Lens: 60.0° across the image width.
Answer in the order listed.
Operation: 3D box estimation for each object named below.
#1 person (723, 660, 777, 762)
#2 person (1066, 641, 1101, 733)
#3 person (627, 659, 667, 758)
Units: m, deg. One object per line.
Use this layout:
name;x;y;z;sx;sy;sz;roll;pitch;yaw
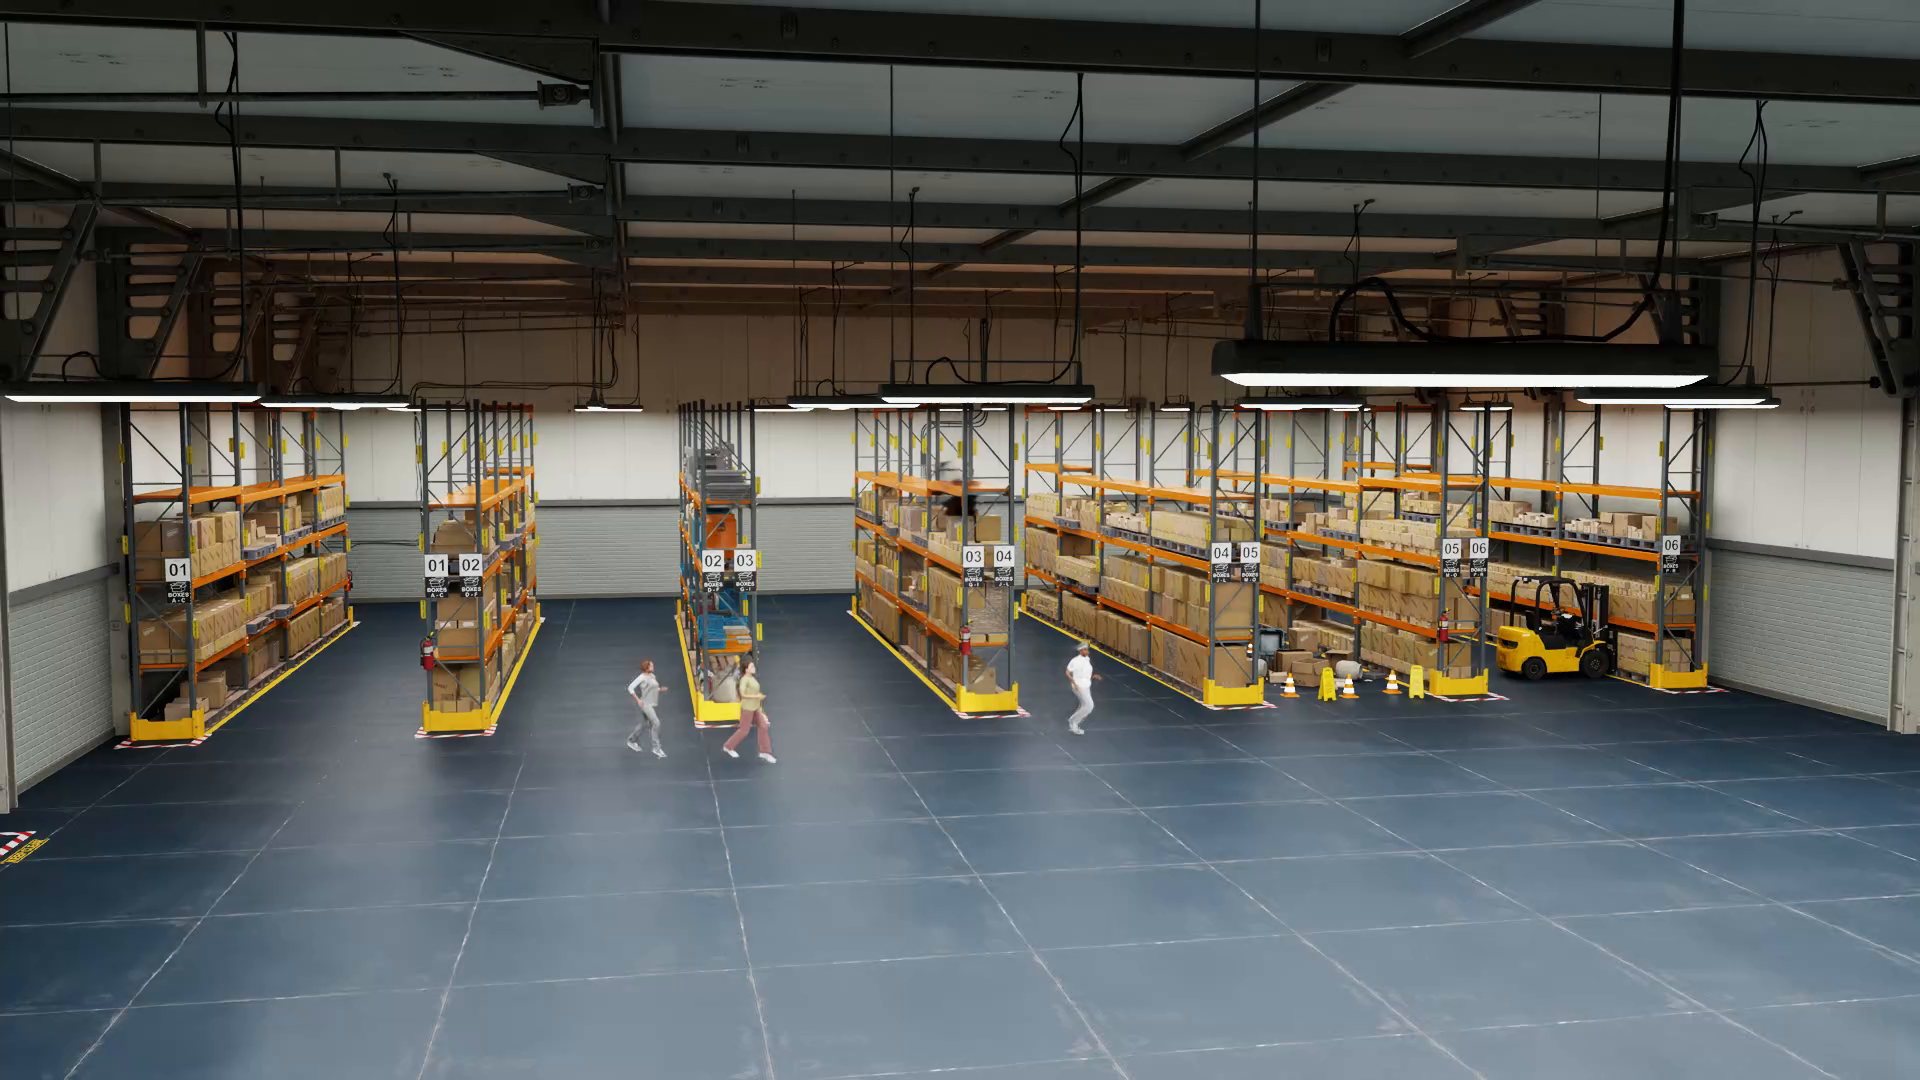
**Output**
person;-3.481;2.816;27.424;0.920;1.695;0.585;1;4;16
person;2.232;2.642;29.804;0.582;1.659;0.560;2;5;29
person;-5.249;2.811;27.834;0.757;1.636;0.514;1;4;12
